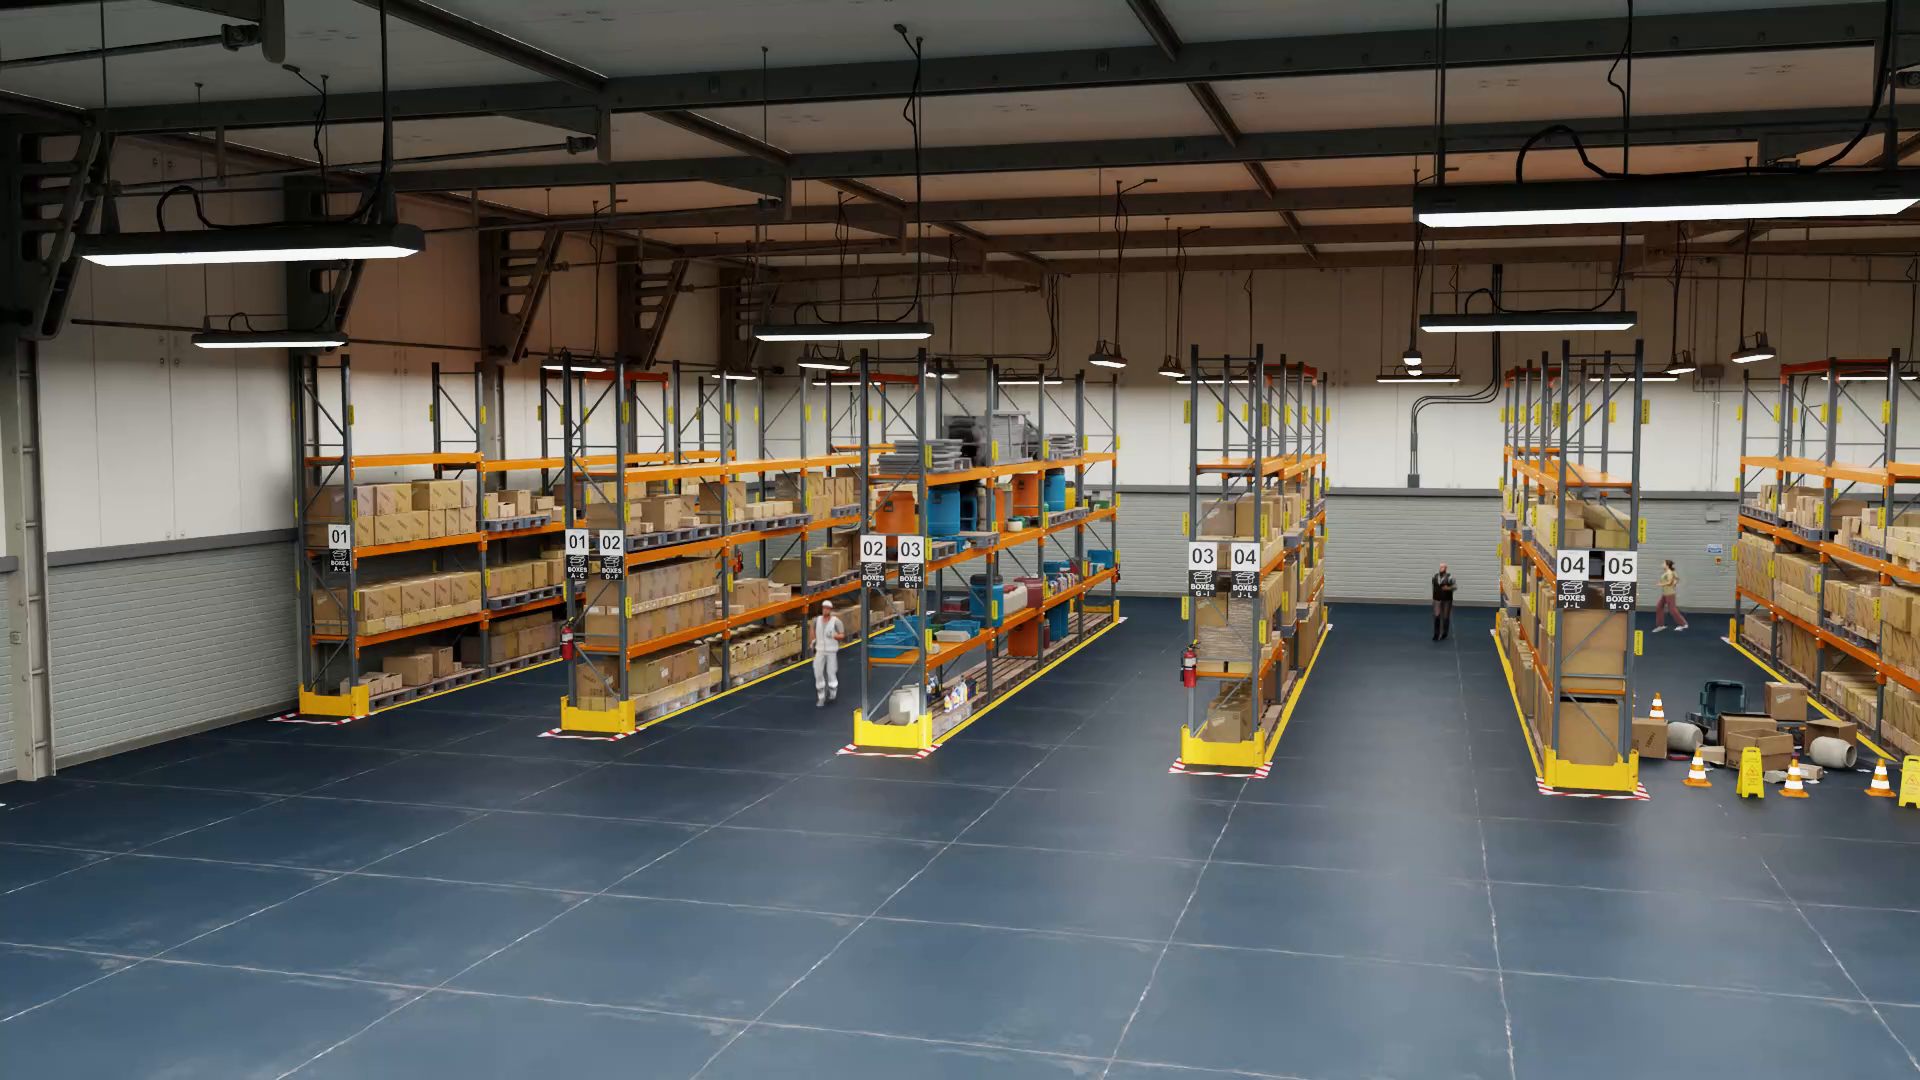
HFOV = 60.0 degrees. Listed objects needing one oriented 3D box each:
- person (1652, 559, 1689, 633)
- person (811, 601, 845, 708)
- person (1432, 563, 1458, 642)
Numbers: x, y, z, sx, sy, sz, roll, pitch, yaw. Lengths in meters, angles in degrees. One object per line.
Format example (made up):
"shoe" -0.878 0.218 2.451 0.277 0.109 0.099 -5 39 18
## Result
"person" 16.337 1.310 38.176 0.774 1.722 0.563 1 5 18
"person" -2.298 1.962 28.633 0.631 1.844 0.735 1 4 8
"person" 10.734 1.395 36.926 0.626 1.784 0.758 2 5 28
